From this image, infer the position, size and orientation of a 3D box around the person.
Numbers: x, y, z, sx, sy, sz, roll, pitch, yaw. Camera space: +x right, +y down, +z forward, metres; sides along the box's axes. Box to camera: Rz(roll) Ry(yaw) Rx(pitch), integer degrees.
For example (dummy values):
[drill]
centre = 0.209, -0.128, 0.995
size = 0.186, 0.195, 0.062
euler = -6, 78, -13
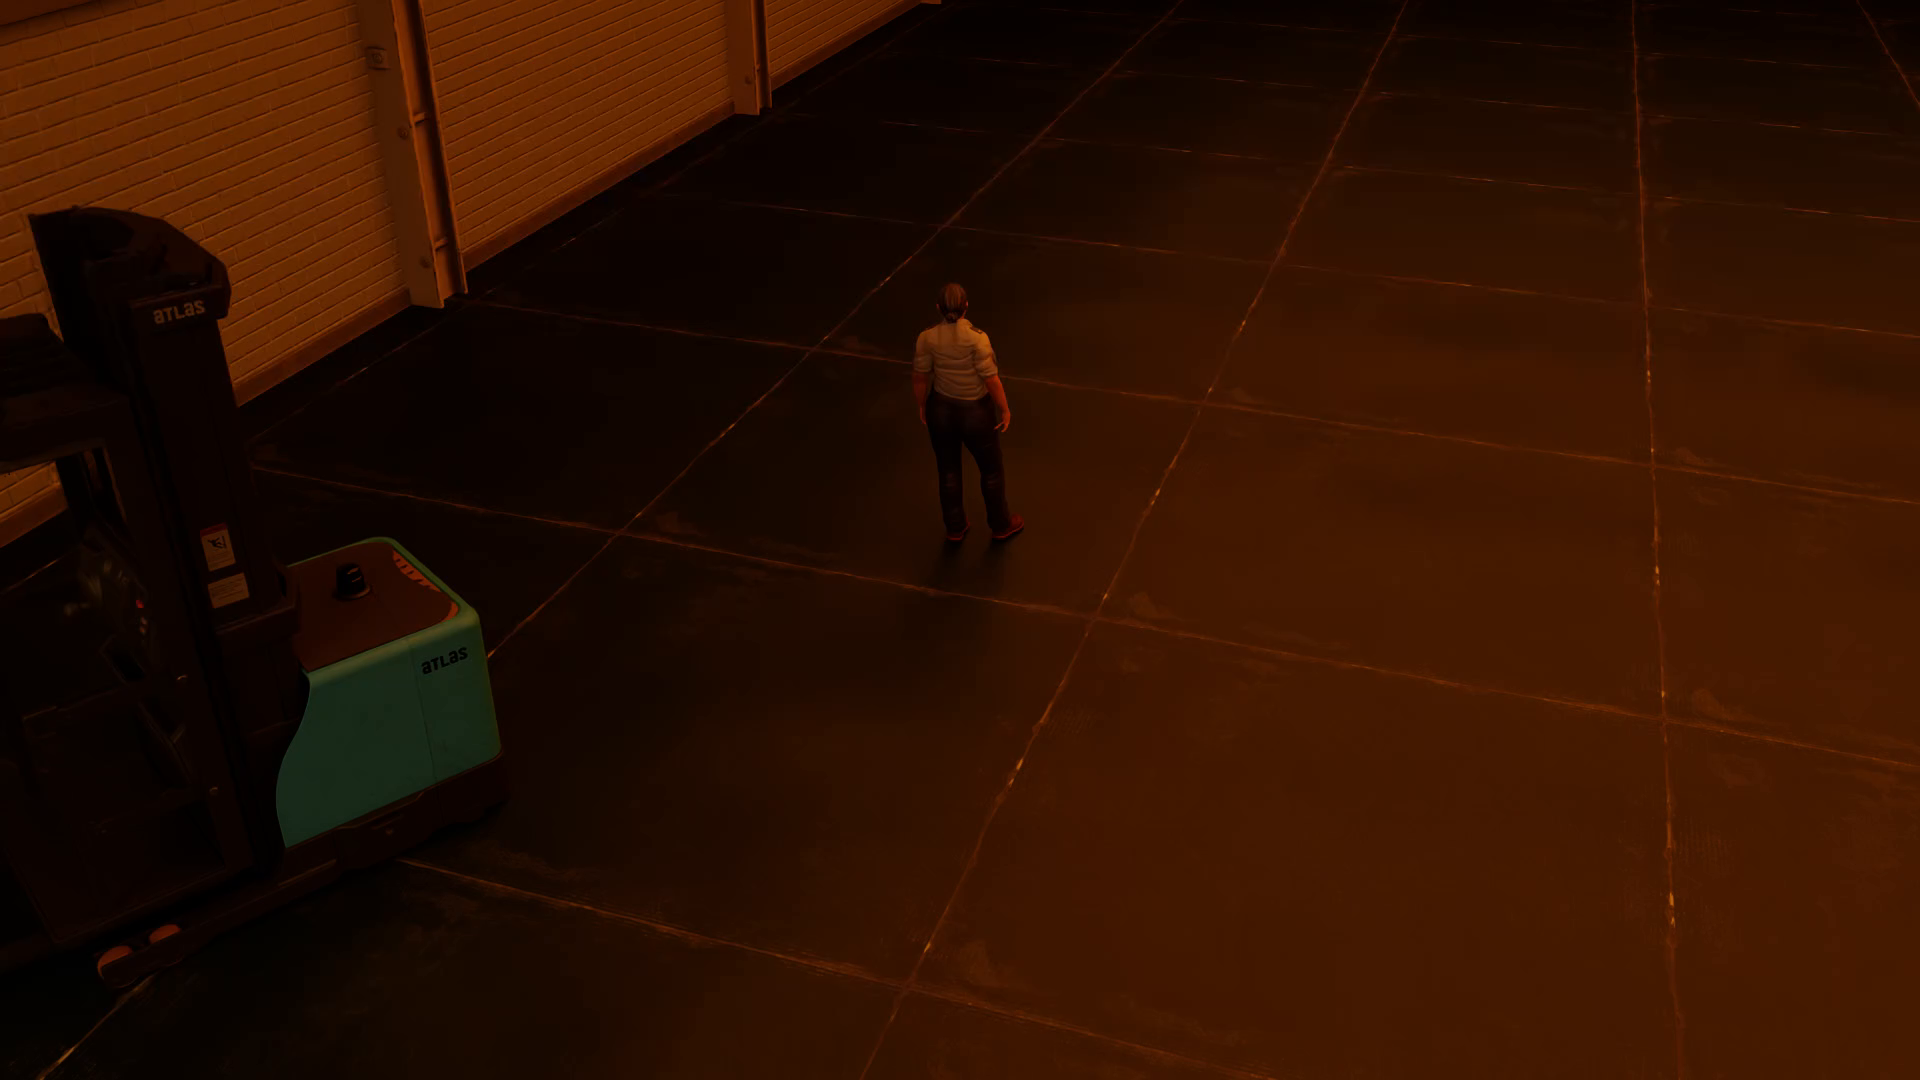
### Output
[person]
centre = 0.051, -0.760, 9.752
size = 0.598, 1.651, 0.502
euler = 10, 31, 16

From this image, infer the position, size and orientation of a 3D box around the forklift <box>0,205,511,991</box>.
[forklift]
centre = -3.571, 0.277, 6.650
size = 3.031, 2.935, 1.130
euler = -23, 37, -35
